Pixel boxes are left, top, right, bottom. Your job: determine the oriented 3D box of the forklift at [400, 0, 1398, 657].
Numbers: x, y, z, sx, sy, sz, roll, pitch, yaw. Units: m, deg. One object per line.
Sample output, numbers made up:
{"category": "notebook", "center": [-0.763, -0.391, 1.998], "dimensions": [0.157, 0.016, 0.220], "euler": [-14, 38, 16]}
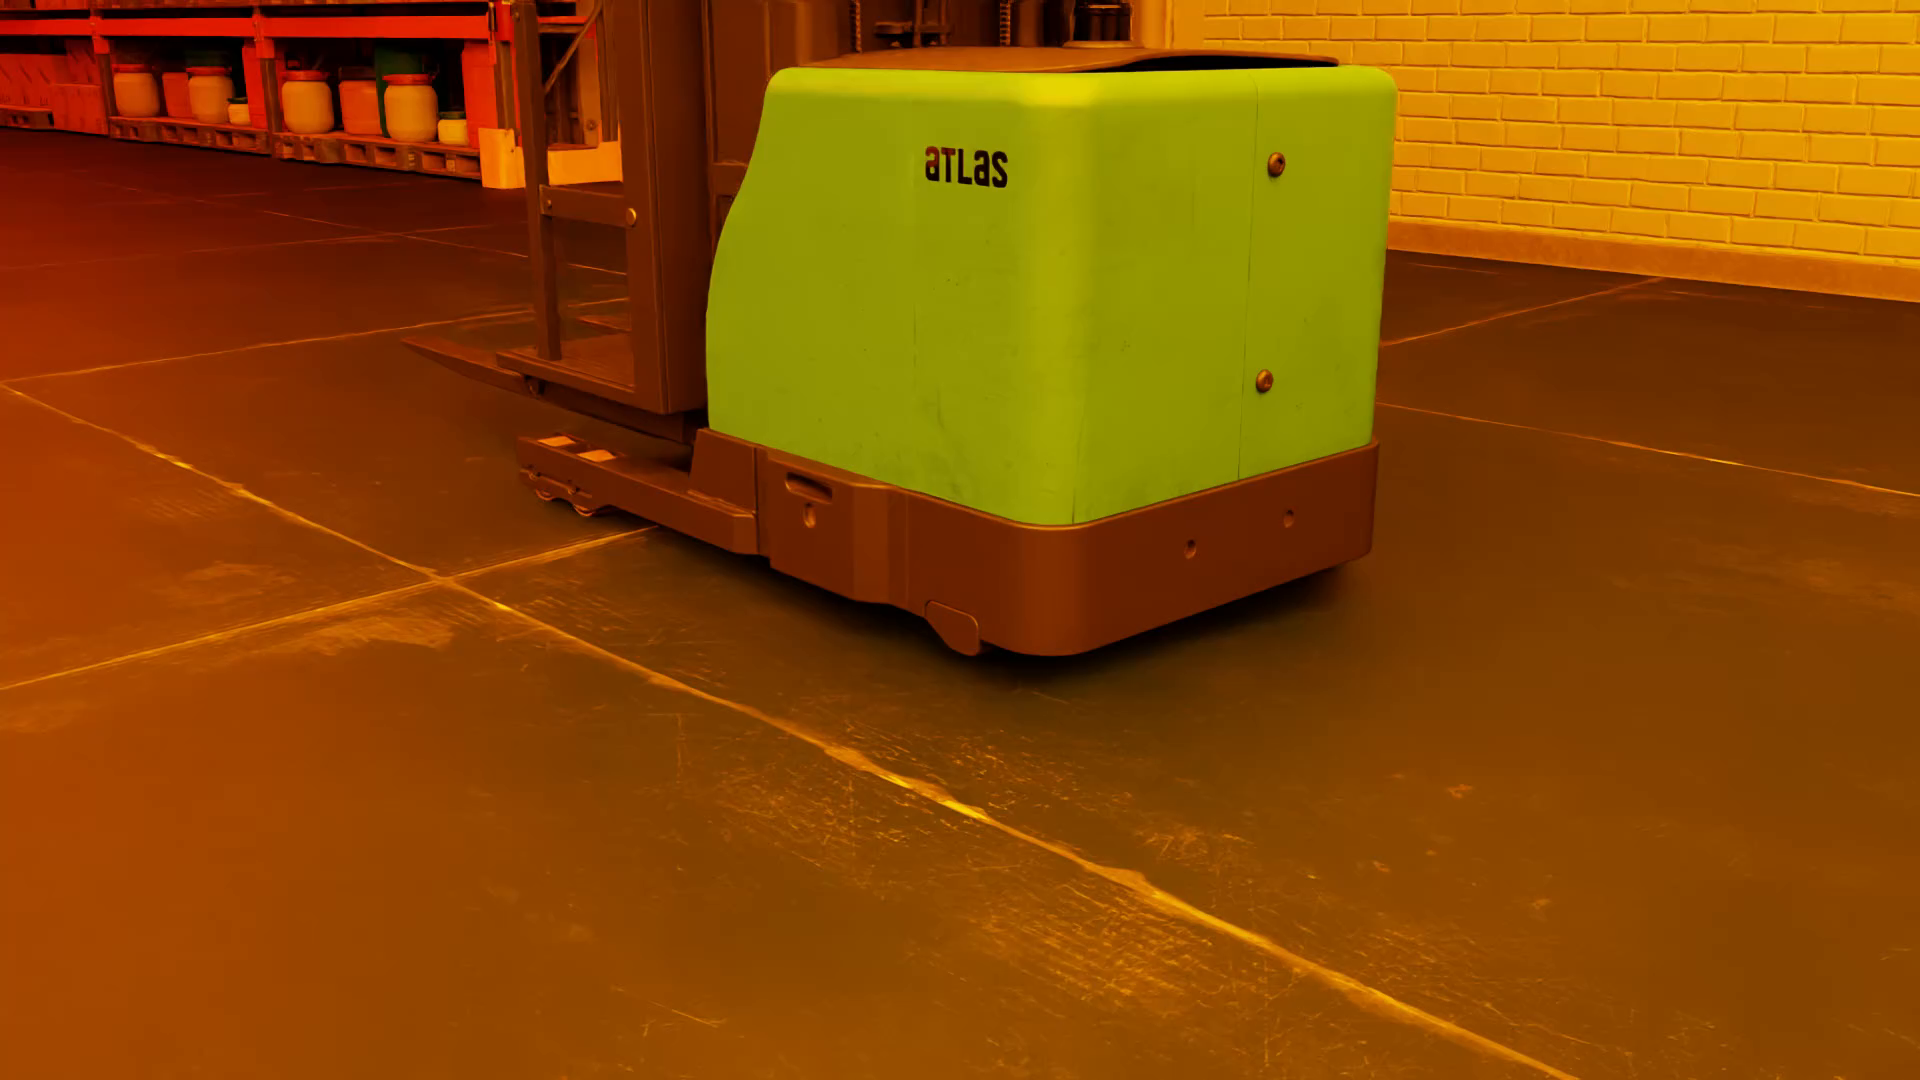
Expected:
{"category": "forklift", "center": [-0.472, -1.544, 3.929], "dimensions": [1.130, 2.935, 3.031], "euler": [-15, 23, -40]}
